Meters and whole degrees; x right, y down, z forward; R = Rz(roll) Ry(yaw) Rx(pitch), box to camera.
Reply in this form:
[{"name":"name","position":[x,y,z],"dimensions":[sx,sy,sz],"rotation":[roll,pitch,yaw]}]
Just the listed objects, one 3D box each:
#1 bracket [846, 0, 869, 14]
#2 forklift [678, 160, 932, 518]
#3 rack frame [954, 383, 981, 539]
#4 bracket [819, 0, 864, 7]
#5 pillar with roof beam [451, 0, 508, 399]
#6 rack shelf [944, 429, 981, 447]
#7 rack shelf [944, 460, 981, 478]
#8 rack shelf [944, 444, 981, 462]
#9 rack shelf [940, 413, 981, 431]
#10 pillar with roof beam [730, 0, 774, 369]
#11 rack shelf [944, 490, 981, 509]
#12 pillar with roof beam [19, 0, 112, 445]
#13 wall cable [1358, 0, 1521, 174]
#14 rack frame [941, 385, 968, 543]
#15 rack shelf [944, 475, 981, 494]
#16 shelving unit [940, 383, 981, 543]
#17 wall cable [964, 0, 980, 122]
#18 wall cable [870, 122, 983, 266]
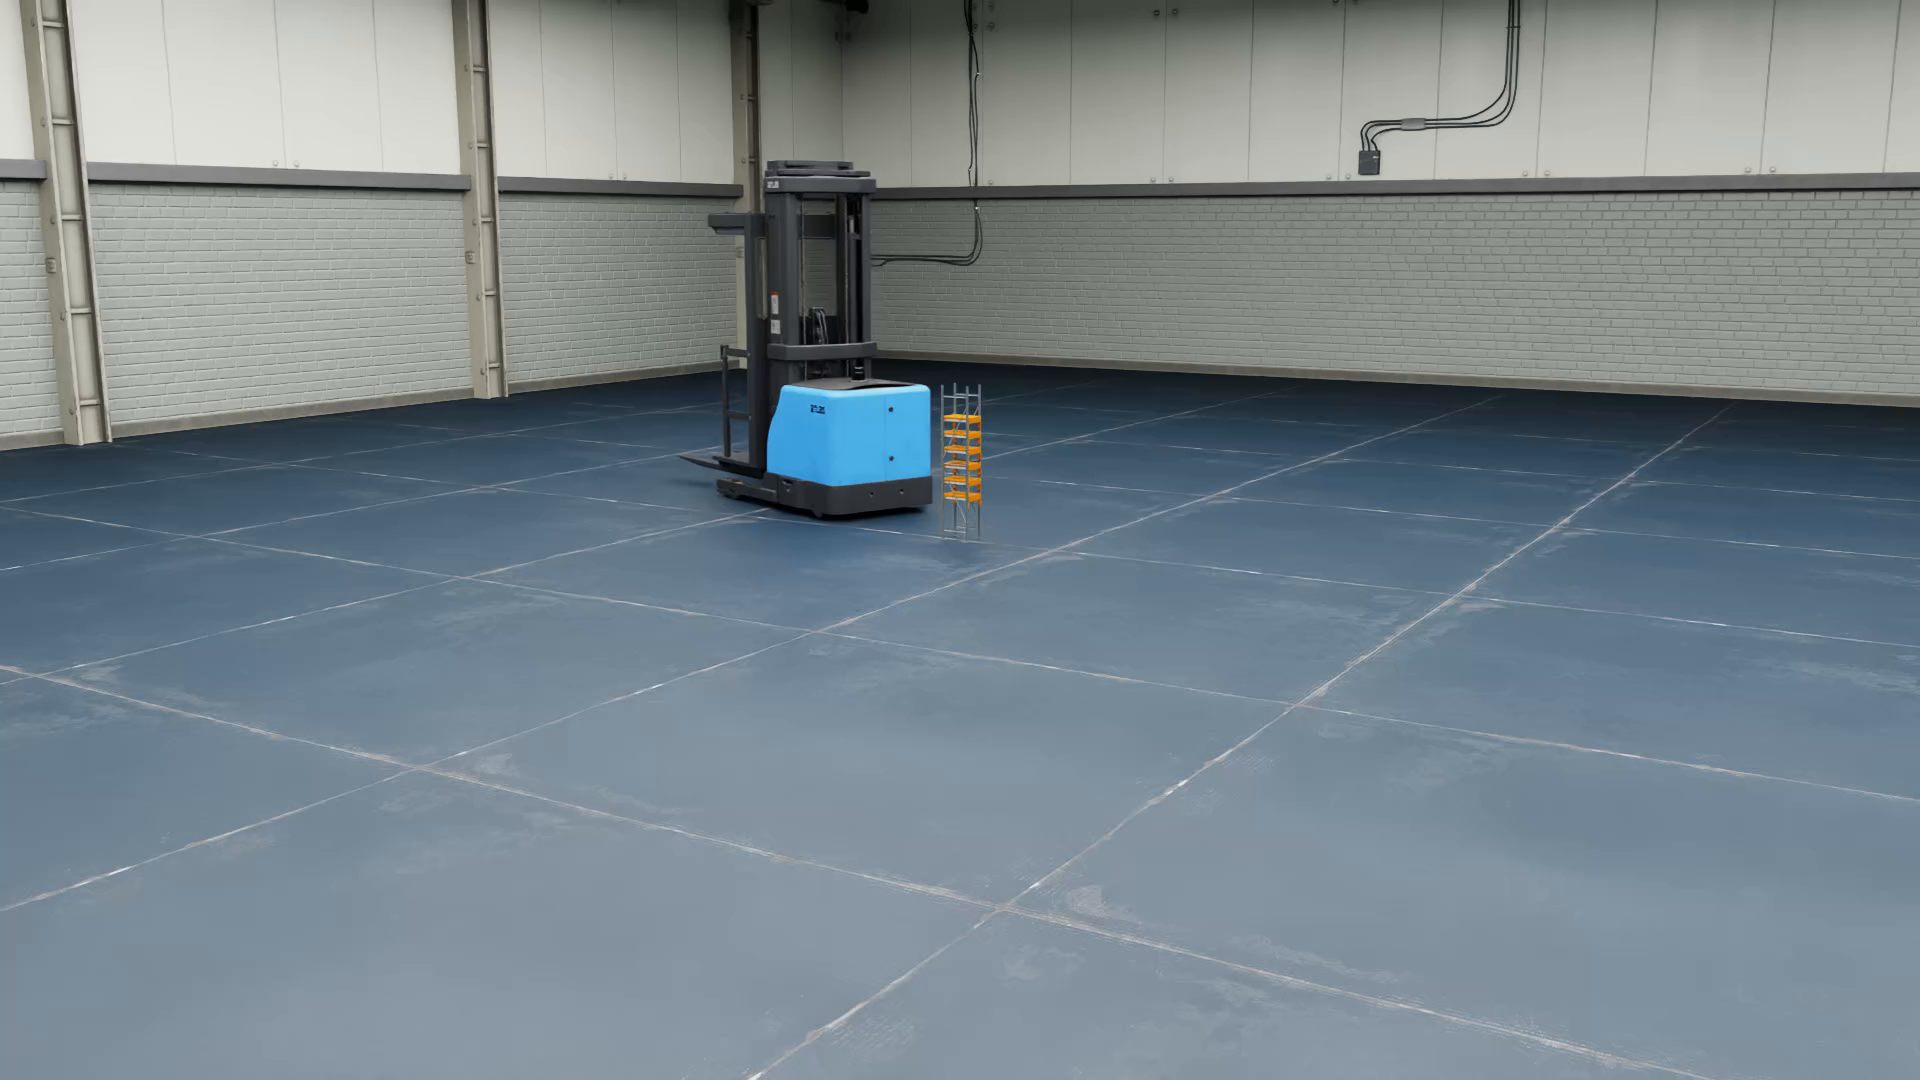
[{"name":"bracket","position":[-1.850,-9.584,29.826],"dimensions":[0.235,0.232,0.430],"rotation":[6,12,31]},{"name":"forklift","position":[-1.527,-1.846,14.765],"dimensions":[1.130,2.935,3.031],"rotation":[-8,13,-36]},{"name":"rack frame","position":[0.055,-0.606,12.847],"dimensions":[0.240,1.200,0.006],"rotation":[6,12,31]},{"name":"bracket","position":[-2.157,-9.491,29.330],"dimensions":[0.076,0.066,3.189],"rotation":[6,12,31]},{"name":"pillar with roof beam","position":[-3.035,-6.056,20.762],"dimensions":[9.100,9.000,0.400],"rotation":[6,12,31]},{"name":"rack shelf","position":[0.008,-0.784,12.734],"dimensions":[0.258,0.103,0.180],"rotation":[6,12,31]},{"name":"rack shelf","position":[0.008,-0.548,12.779],"dimensions":[0.258,0.103,0.180],"rotation":[6,12,31]},{"name":"rack shelf","position":[0.008,-0.666,12.757],"dimensions":[0.258,0.103,0.180],"rotation":[6,12,31]},{"name":"rack shelf","position":[0.008,-0.902,12.712],"dimensions":[0.258,0.103,0.180],"rotation":[6,12,31]},{"name":"pillar with roof beam","position":[0.080,-7.000,25.802],"dimensions":[9.100,9.000,0.548],"rotation":[6,12,31]},{"name":"rack shelf","position":[0.008,-0.312,12.823],"dimensions":[0.258,0.103,0.180],"rotation":[6,12,31]},{"name":"pillar with roof beam","position":[-6.150,-5.112,15.721],"dimensions":[9.100,9.000,0.400],"rotation":[6,12,31]},{"name":"wall cable","position":[7.165,-8.510,24.628],"dimensions":[2.305,6.003,0.169],"rotation":[6,12,31]},{"name":"rack frame","position":[-0.040,-0.578,12.694],"dimensions":[0.240,1.200,0.006],"rotation":[6,12,31]},{"name":"rack shelf","position":[0.008,-0.430,12.801],"dimensions":[0.258,0.103,0.180],"rotation":[6,12,31]},{"name":"shelving unit","position":[0.008,-0.592,12.770],"dimensions":[0.258,1.200,0.189],"rotation":[6,12,31]},{"name":"wall cable","position":[1.372,-8.445,28.240],"dimensions":[3.097,2.526,0.112],"rotation":[6,12,31]},{"name":"wall cable","position":[-0.940,-6.222,30.085],"dimensions":[3.097,2.526,0.112],"rotation":[6,12,31]}]
